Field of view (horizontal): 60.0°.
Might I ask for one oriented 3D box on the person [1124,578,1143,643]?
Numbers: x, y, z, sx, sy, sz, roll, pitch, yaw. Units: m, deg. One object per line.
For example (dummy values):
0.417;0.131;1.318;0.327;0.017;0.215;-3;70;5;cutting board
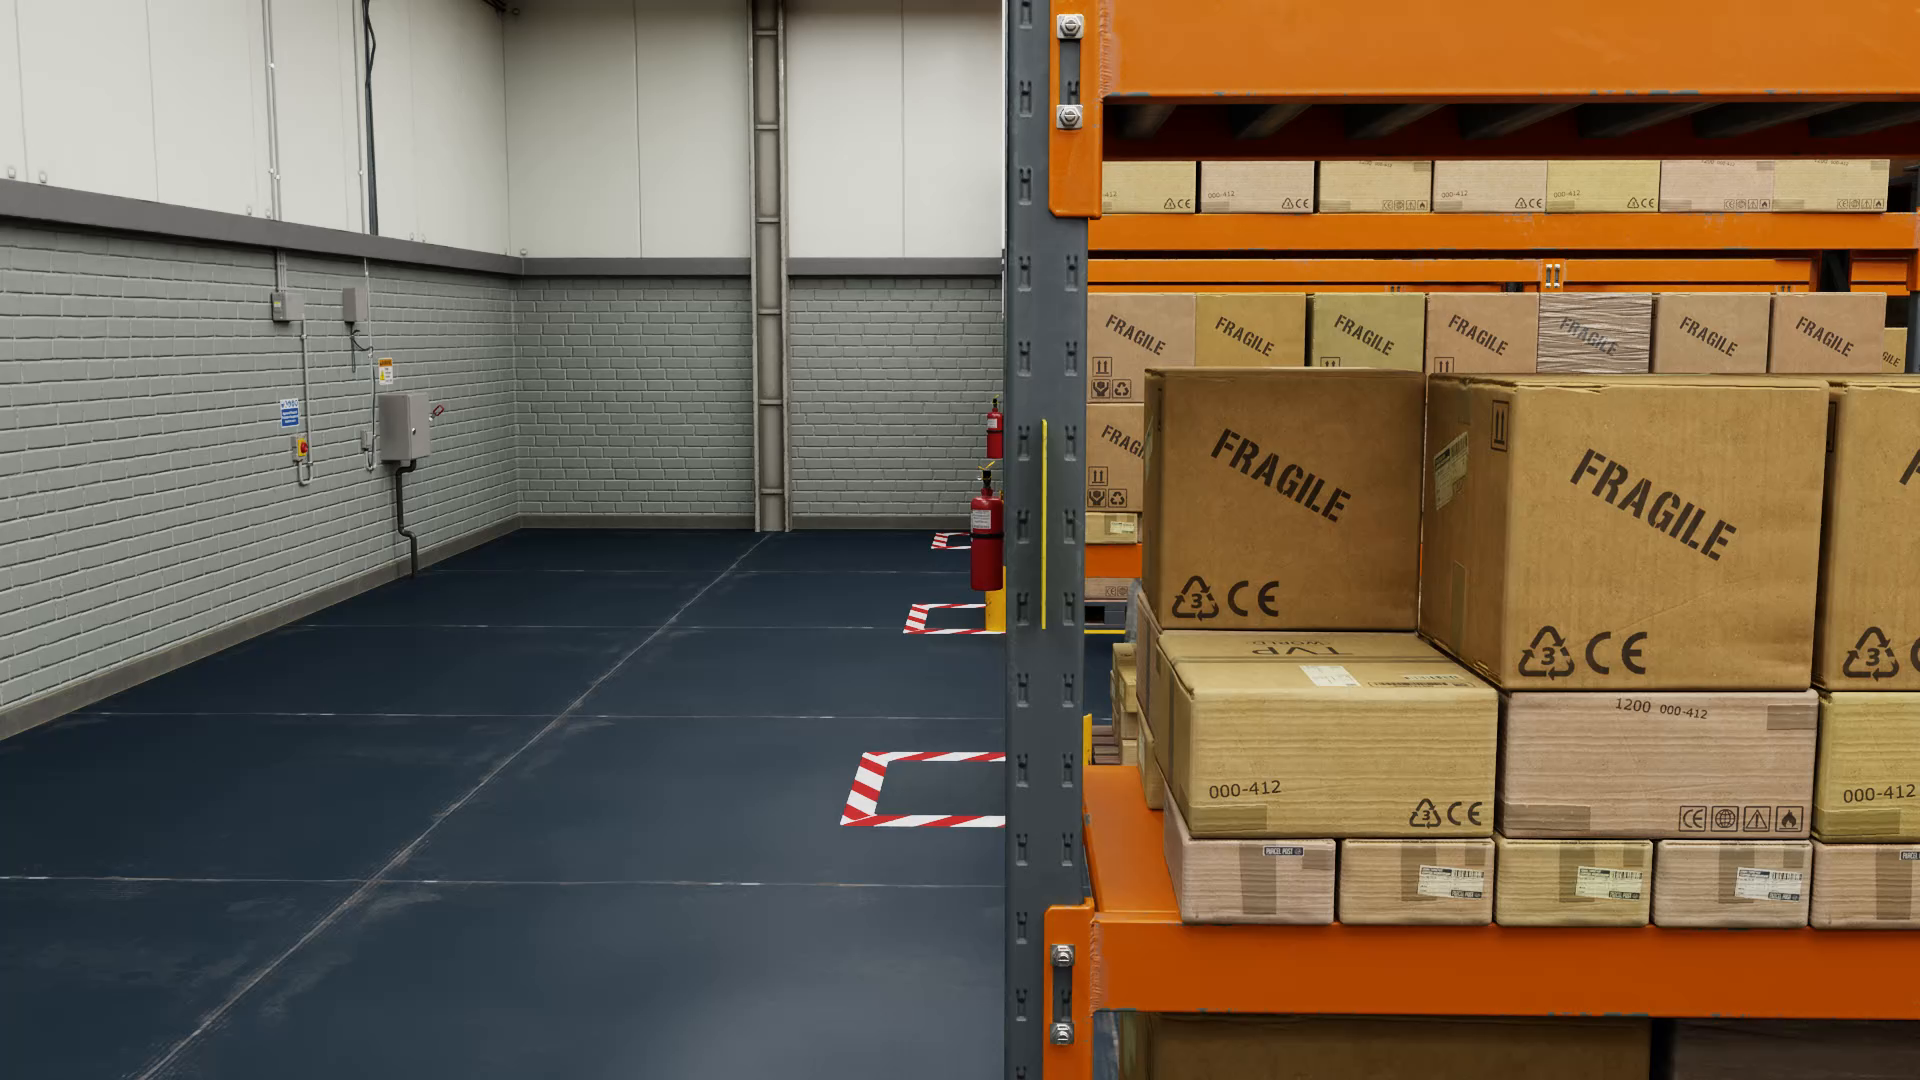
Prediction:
1.296;-0.073;11.816;0.437;1.747;0.582;0;7;-1;person
